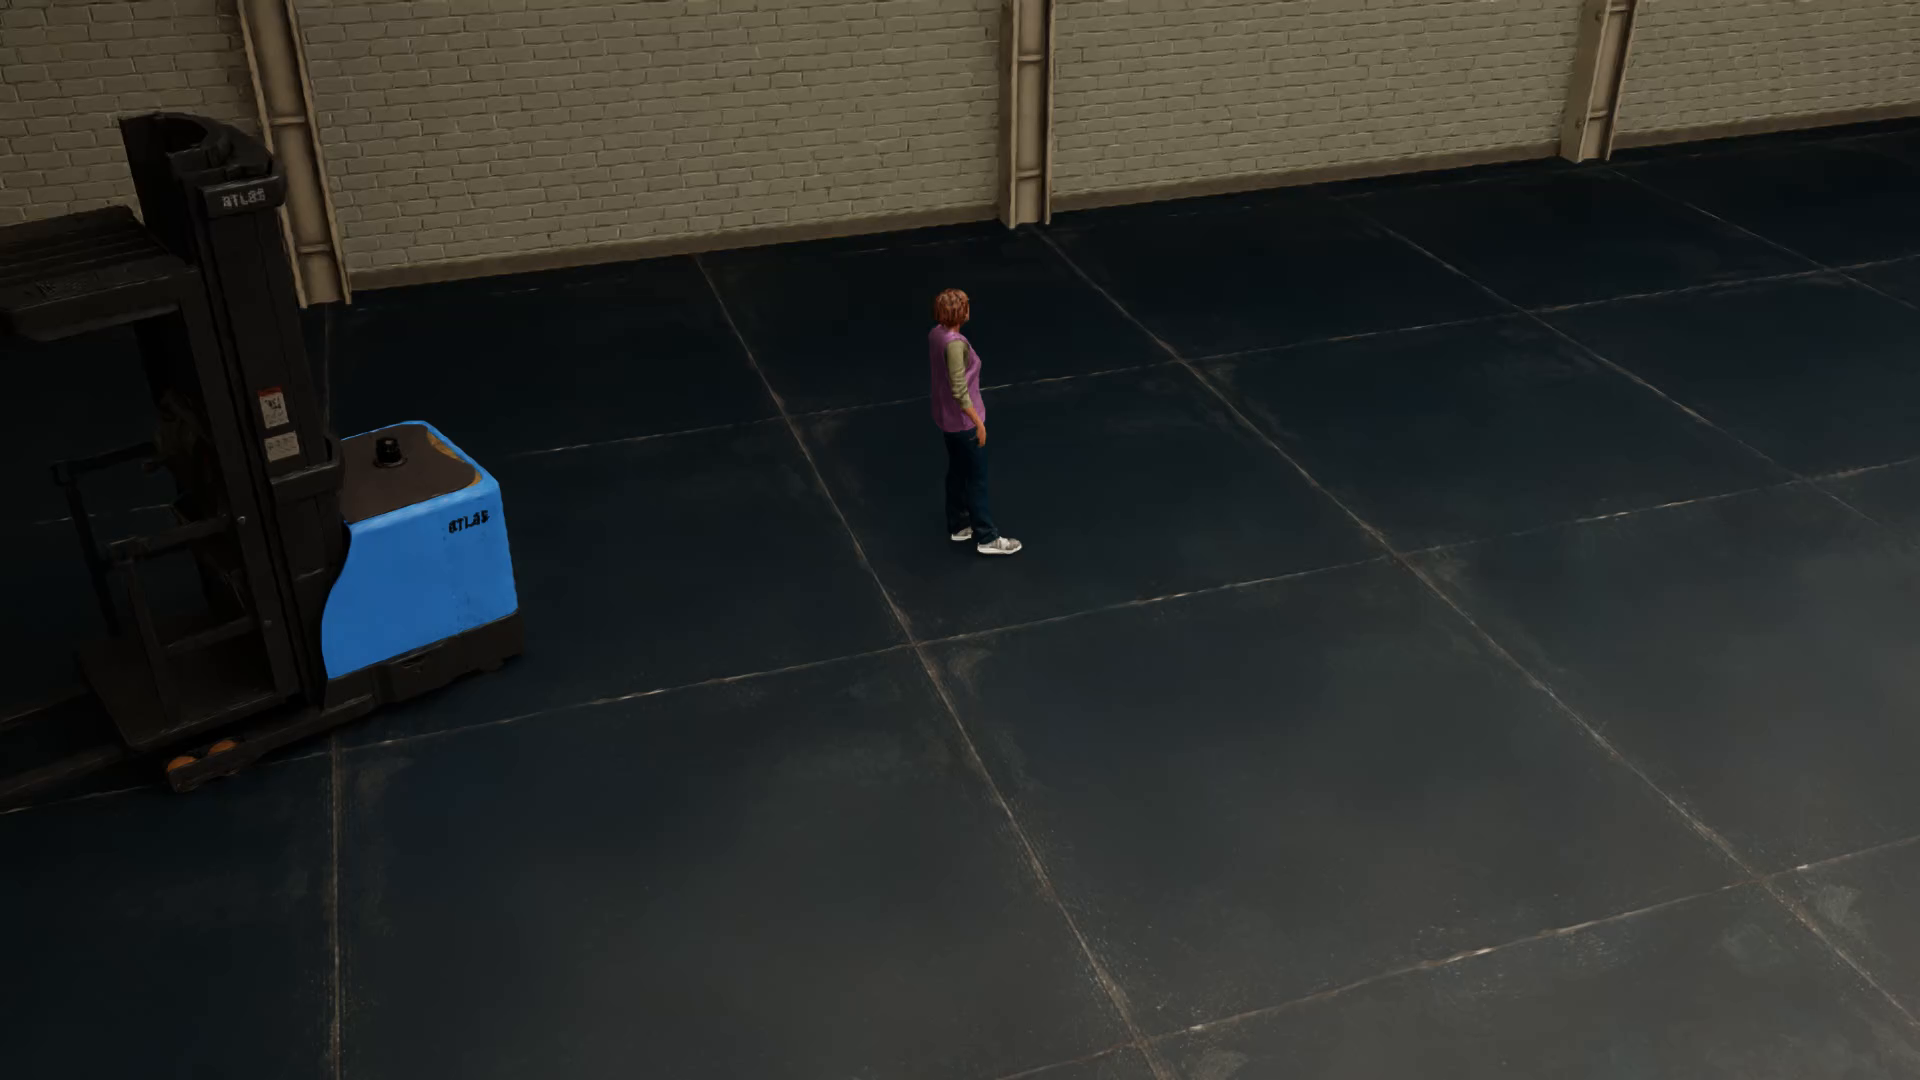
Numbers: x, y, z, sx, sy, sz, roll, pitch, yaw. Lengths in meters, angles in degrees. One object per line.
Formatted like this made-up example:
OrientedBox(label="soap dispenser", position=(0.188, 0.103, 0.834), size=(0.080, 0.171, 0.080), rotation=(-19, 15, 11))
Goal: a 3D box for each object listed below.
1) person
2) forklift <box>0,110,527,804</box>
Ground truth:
OrientedBox(label="person", position=(0.075, -0.701, 9.635), size=(0.474, 1.591, 0.520), rotation=(-10, 31, -16))
OrientedBox(label="forklift", position=(-3.788, -0.369, 7.728), size=(3.031, 2.935, 1.130), rotation=(-22, 36, -33))
